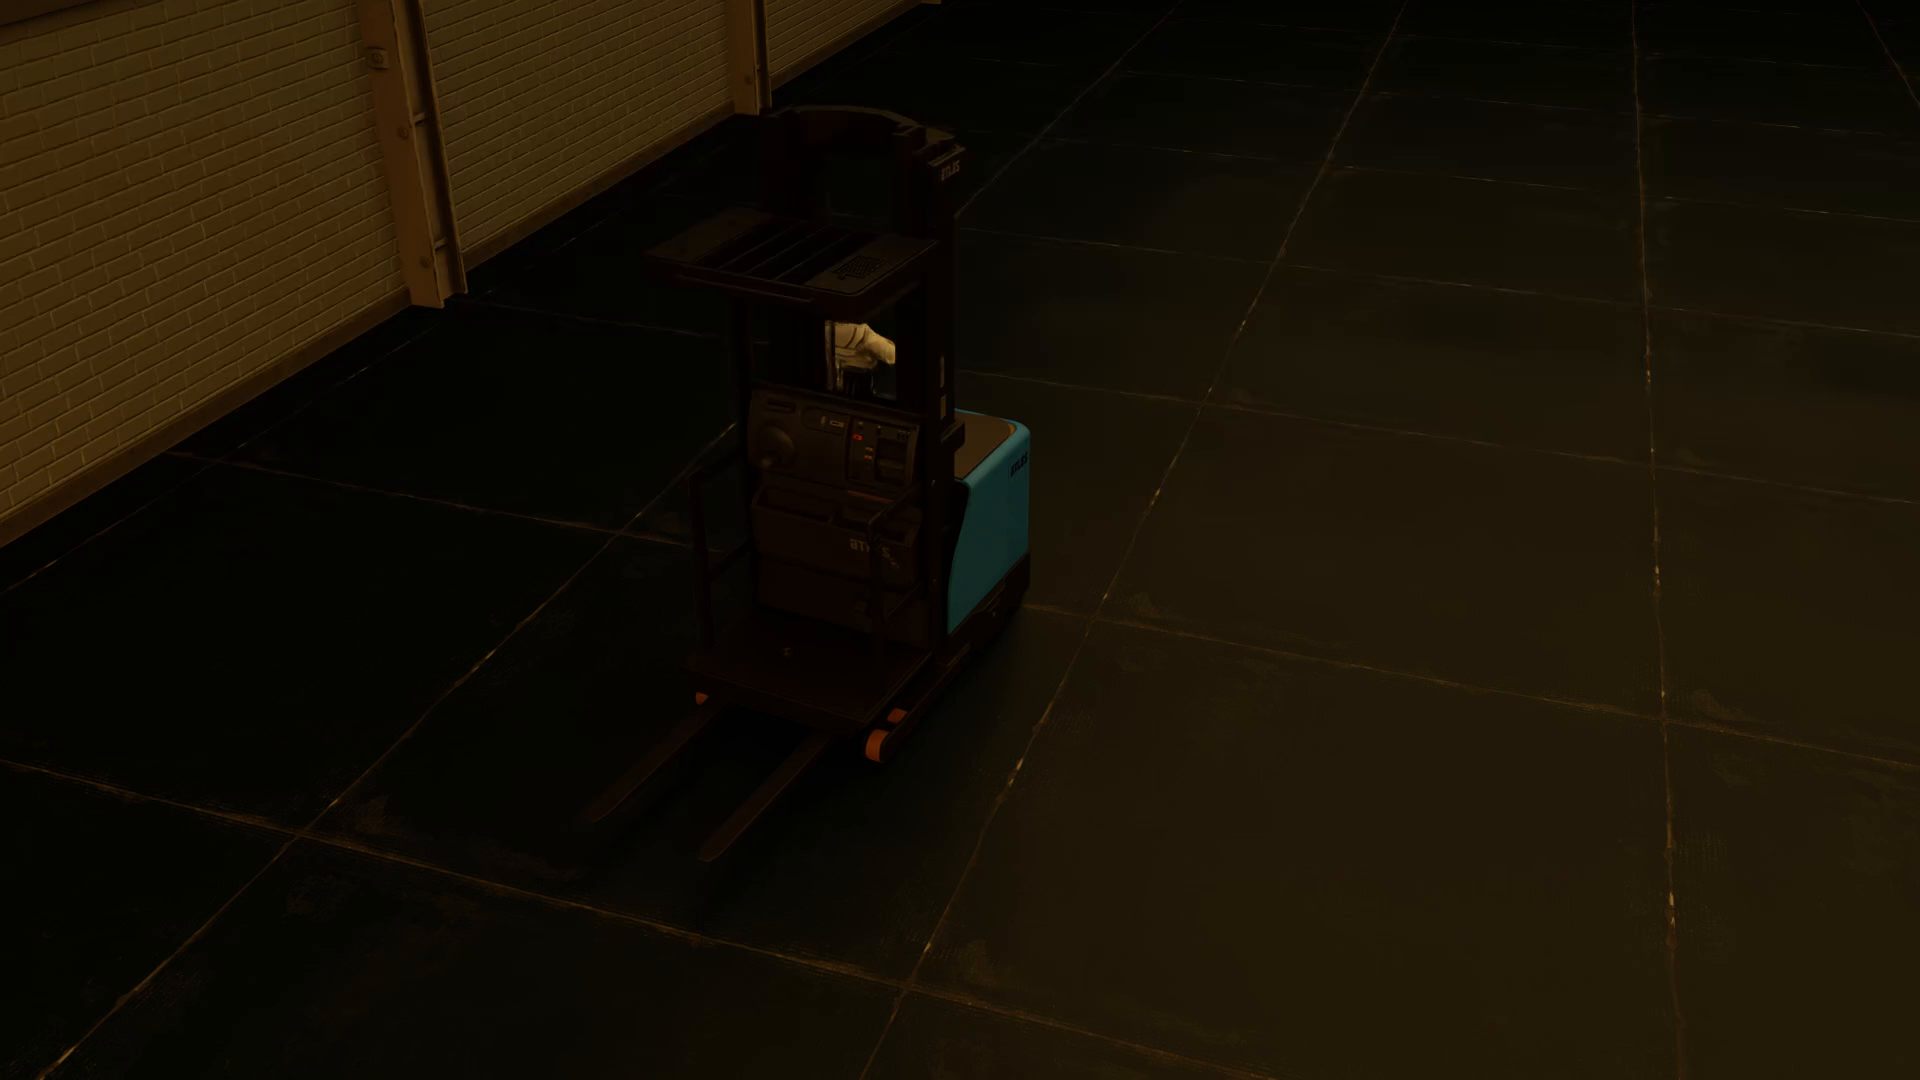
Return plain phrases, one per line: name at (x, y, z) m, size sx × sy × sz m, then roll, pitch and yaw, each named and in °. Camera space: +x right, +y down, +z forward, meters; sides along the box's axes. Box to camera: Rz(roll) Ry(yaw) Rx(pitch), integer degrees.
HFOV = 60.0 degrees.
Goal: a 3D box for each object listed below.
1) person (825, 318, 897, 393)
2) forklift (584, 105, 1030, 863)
person at (-0.625, -0.978, 10.369) m, size 1.092 × 1.428 × 0.701 m, roll 21°, pitch 36°, yaw 32°
forklift at (-0.712, -0.428, 7.887) m, size 1.130 × 2.935 × 3.031 m, roll 14°, pitch 33°, yaw 23°
